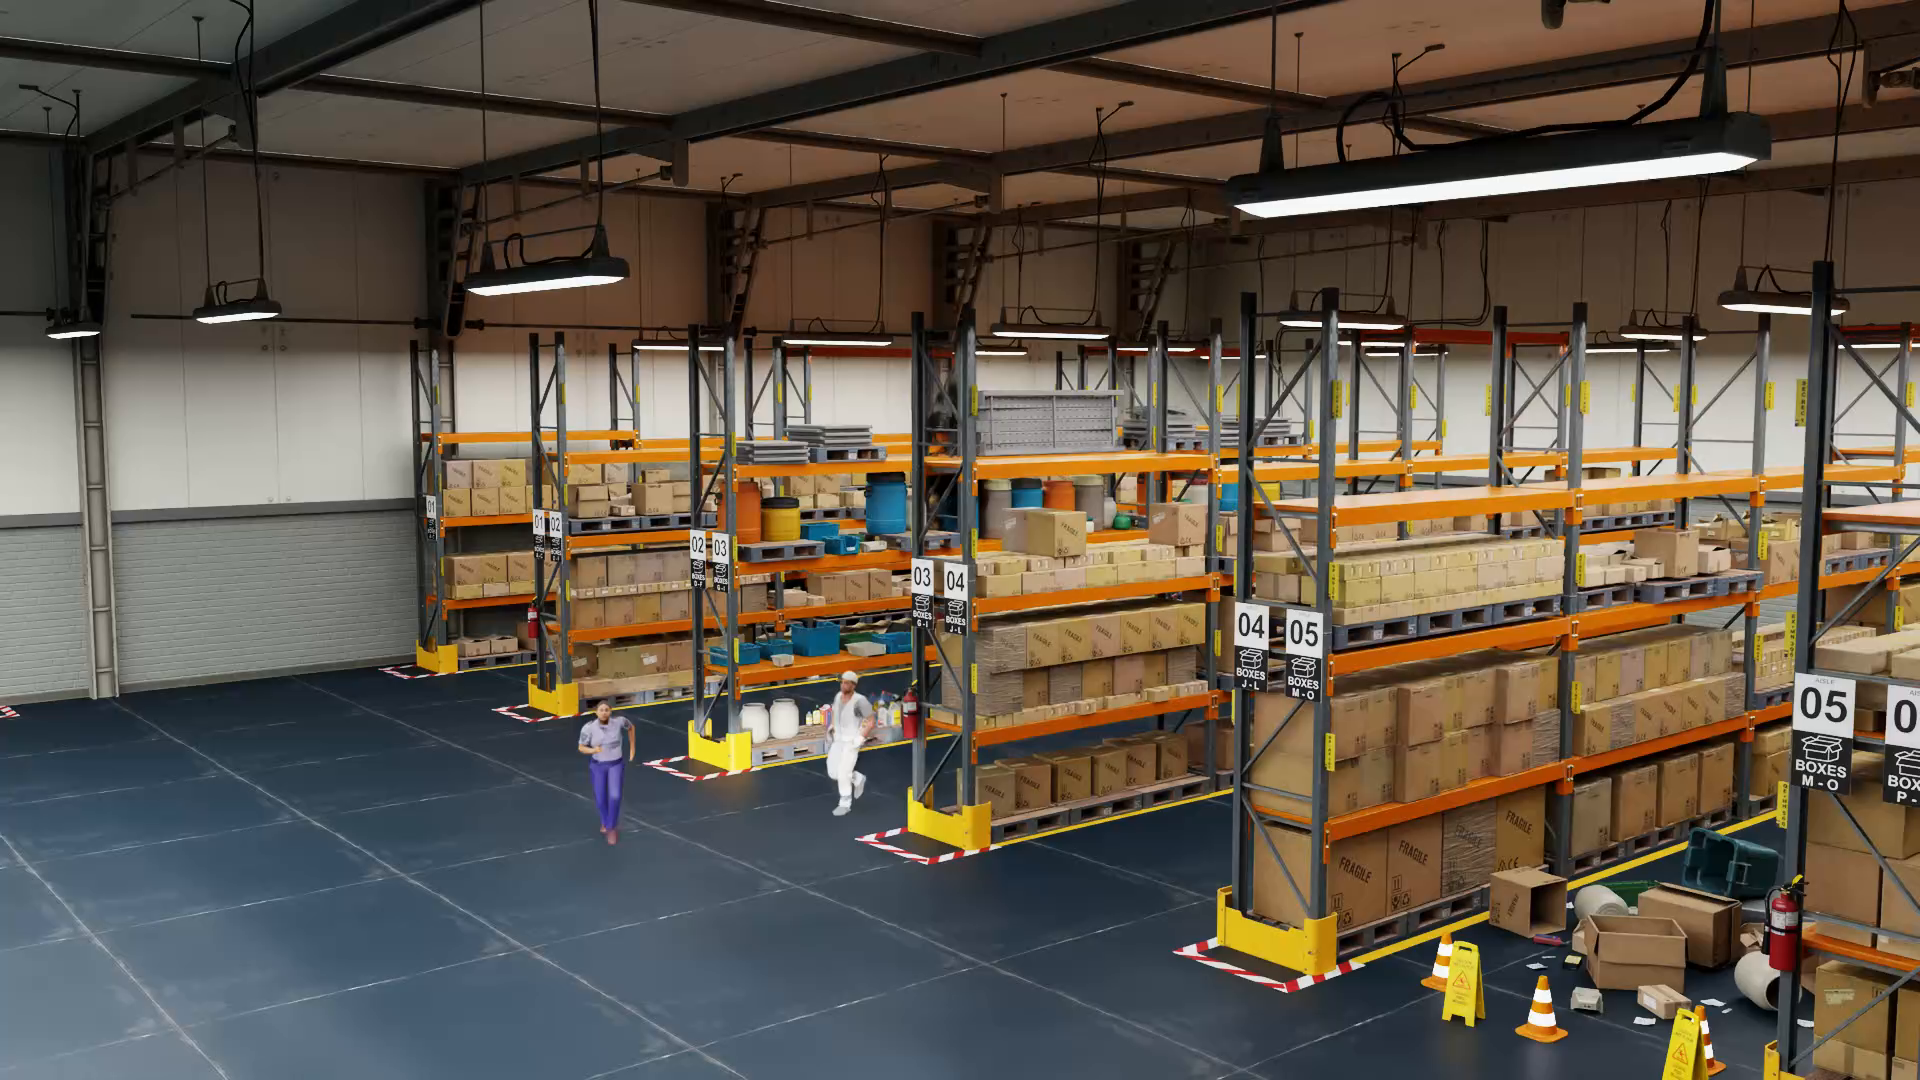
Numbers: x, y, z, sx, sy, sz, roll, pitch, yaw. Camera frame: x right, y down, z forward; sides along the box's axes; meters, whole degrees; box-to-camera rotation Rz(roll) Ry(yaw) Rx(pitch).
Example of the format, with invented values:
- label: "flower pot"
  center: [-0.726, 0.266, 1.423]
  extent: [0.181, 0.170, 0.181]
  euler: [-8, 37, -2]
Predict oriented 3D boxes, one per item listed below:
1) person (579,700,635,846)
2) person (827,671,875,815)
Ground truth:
- label: "person"
  center: [-3.996, 2.612, 18.851]
  extent: [0.628, 1.657, 0.806]
  euler: [-1, 5, -12]
- label: "person"
  center: [-1.316, 2.443, 20.199]
  extent: [0.687, 1.745, 0.581]
  euler: [5, 7, 41]
